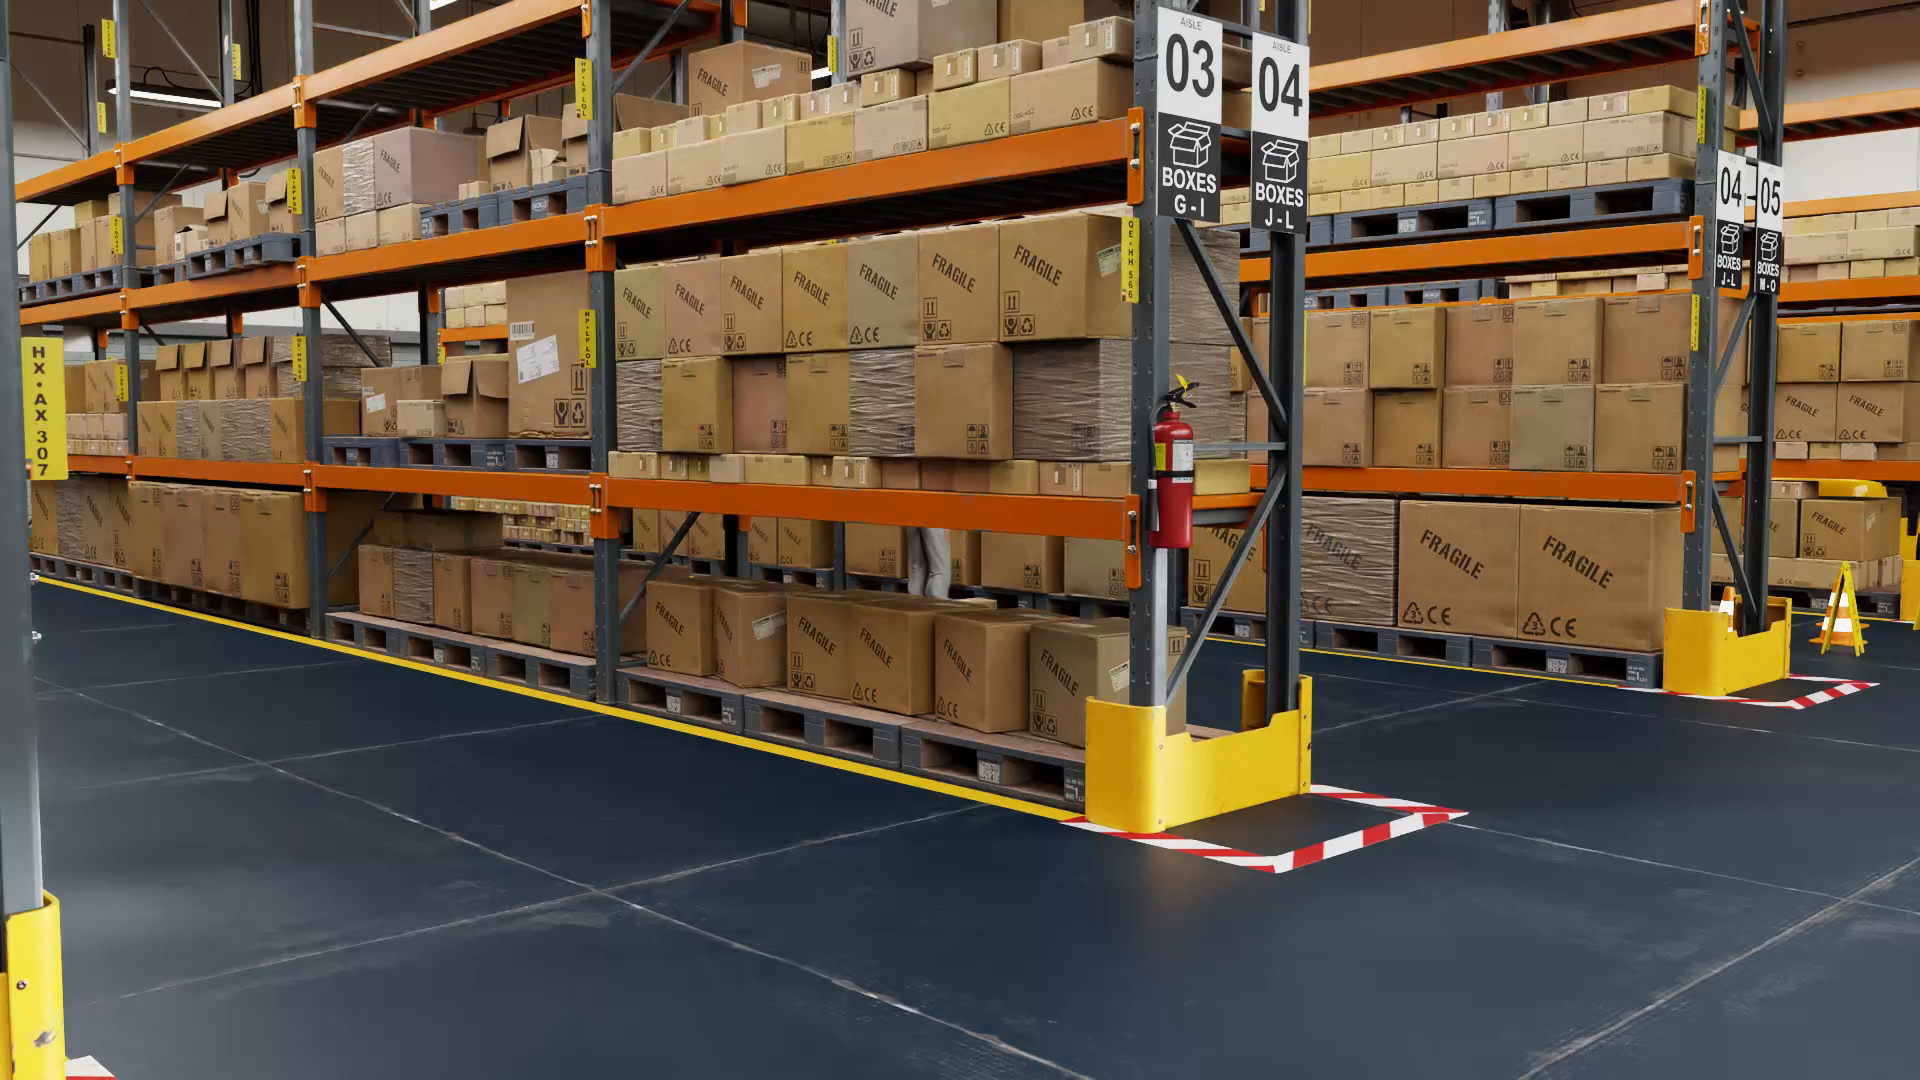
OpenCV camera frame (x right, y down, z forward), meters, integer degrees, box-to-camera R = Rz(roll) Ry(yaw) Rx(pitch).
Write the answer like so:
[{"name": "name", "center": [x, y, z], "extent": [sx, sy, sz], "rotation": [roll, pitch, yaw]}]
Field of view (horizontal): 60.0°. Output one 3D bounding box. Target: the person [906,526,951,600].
[{"name": "person", "center": [-0.256, -0.094, 12.416], "extent": [0.361, 1.667, 0.437], "rotation": [-4, 5, -42]}]
